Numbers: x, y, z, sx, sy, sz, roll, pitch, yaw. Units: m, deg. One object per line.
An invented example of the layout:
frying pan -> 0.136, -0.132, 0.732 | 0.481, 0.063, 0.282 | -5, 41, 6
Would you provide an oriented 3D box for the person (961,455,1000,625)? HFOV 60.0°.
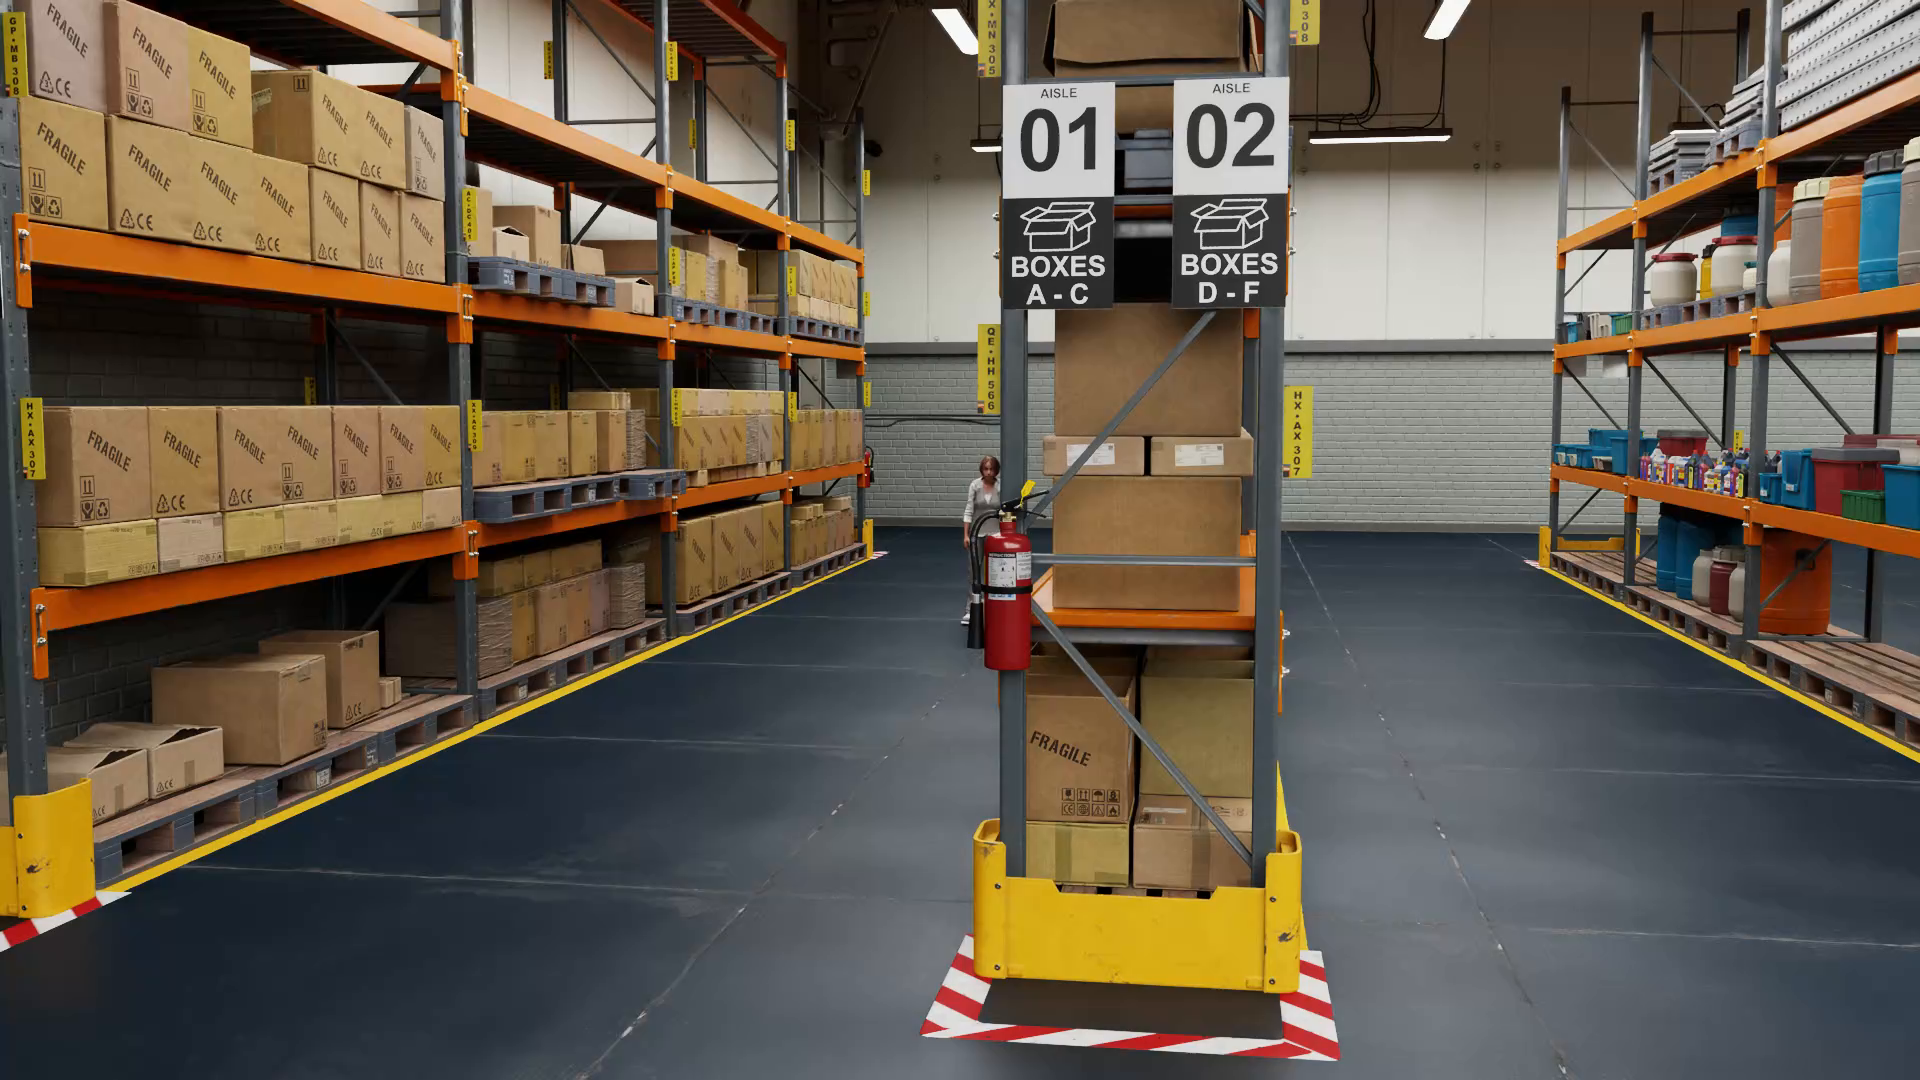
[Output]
person -> 0.260, 0.004, 15.638 | 0.483, 1.582, 0.340 | 0, 5, 6
